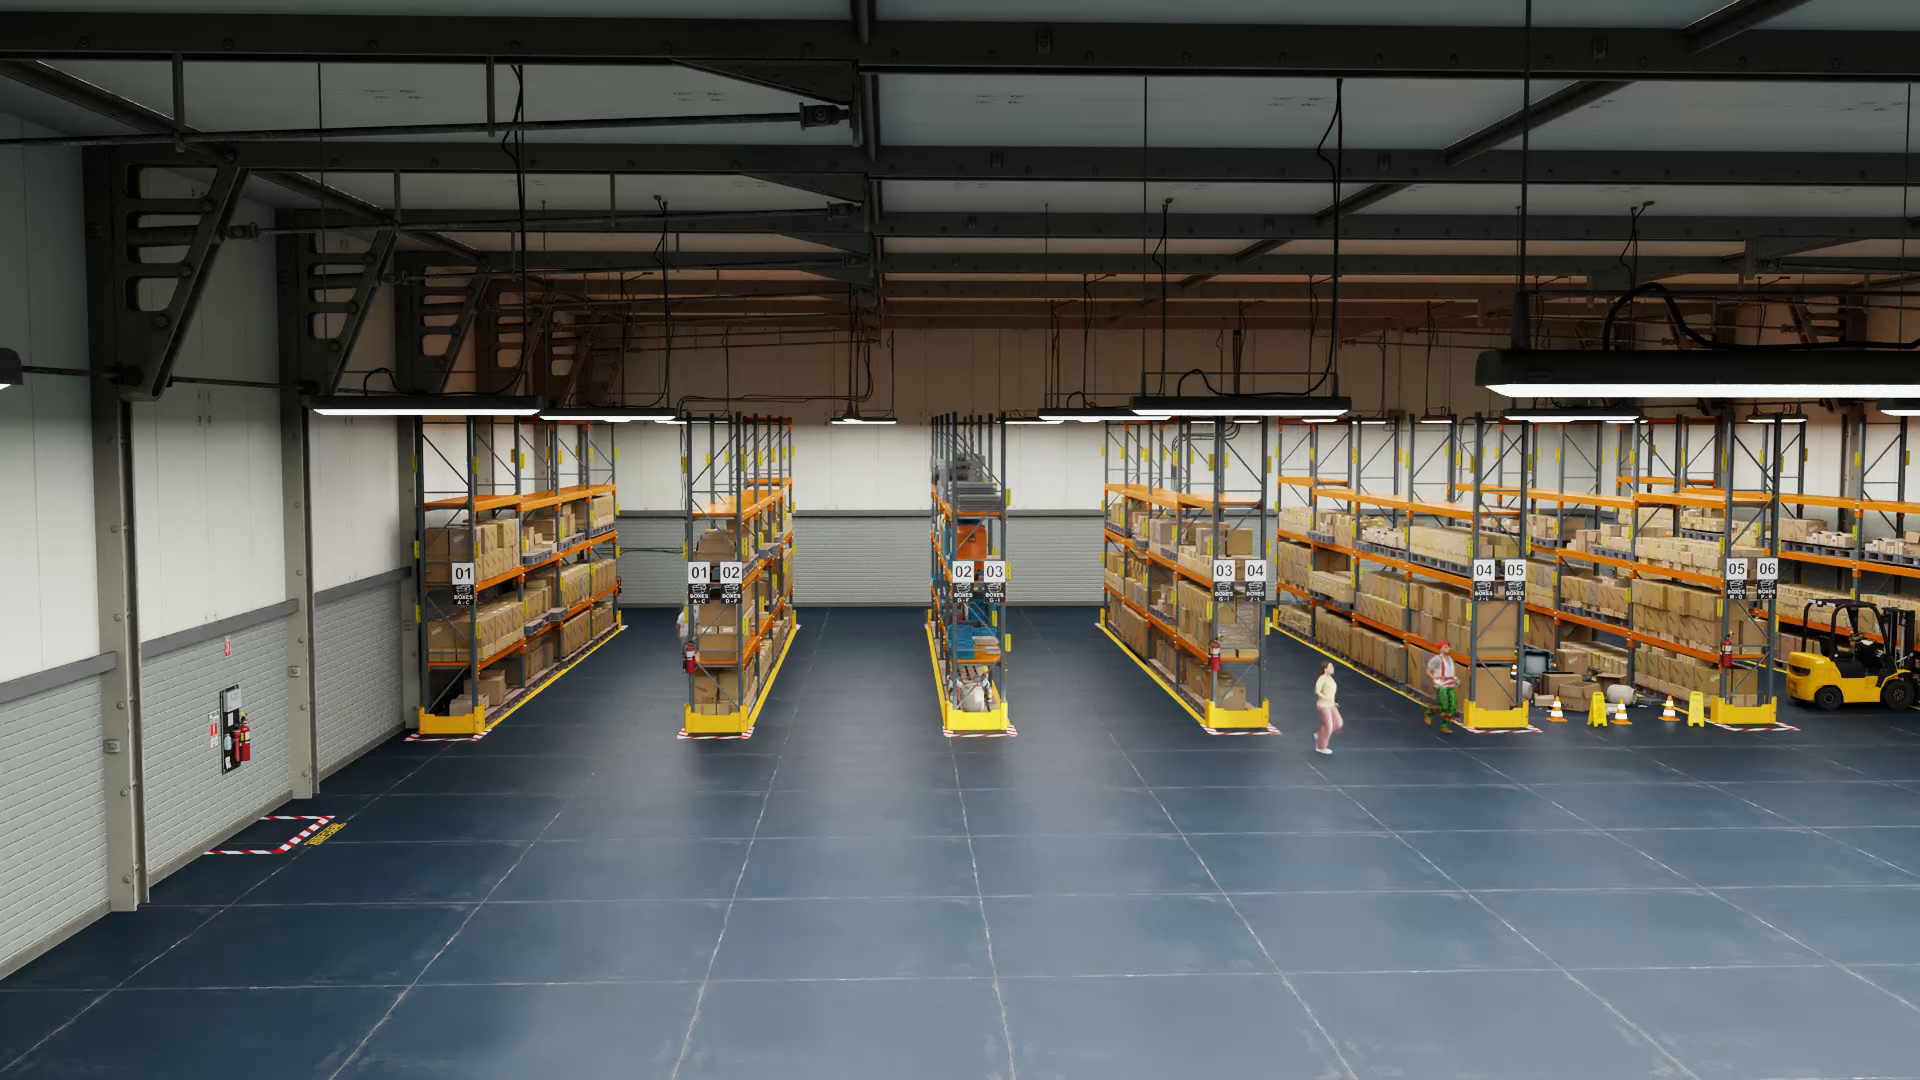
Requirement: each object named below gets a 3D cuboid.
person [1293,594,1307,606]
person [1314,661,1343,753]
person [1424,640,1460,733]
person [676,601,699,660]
[{"bbox_3d":[10.149,1.496,49.272,0.782,1.744,0.660,-1,4,-16],"label":"person"},{"bbox_3d":[6.414,3.046,29.127,0.534,1.387,0.598,3,5,39],"label":"person"},{"bbox_3d":[9.046,2.739,31.168,0.711,1.720,0.592,-2,5,-32],"label":"person"},{"bbox_3d":[-6.384,2.247,39.091,0.576,1.664,0.565,0,4,-6],"label":"person"}]
